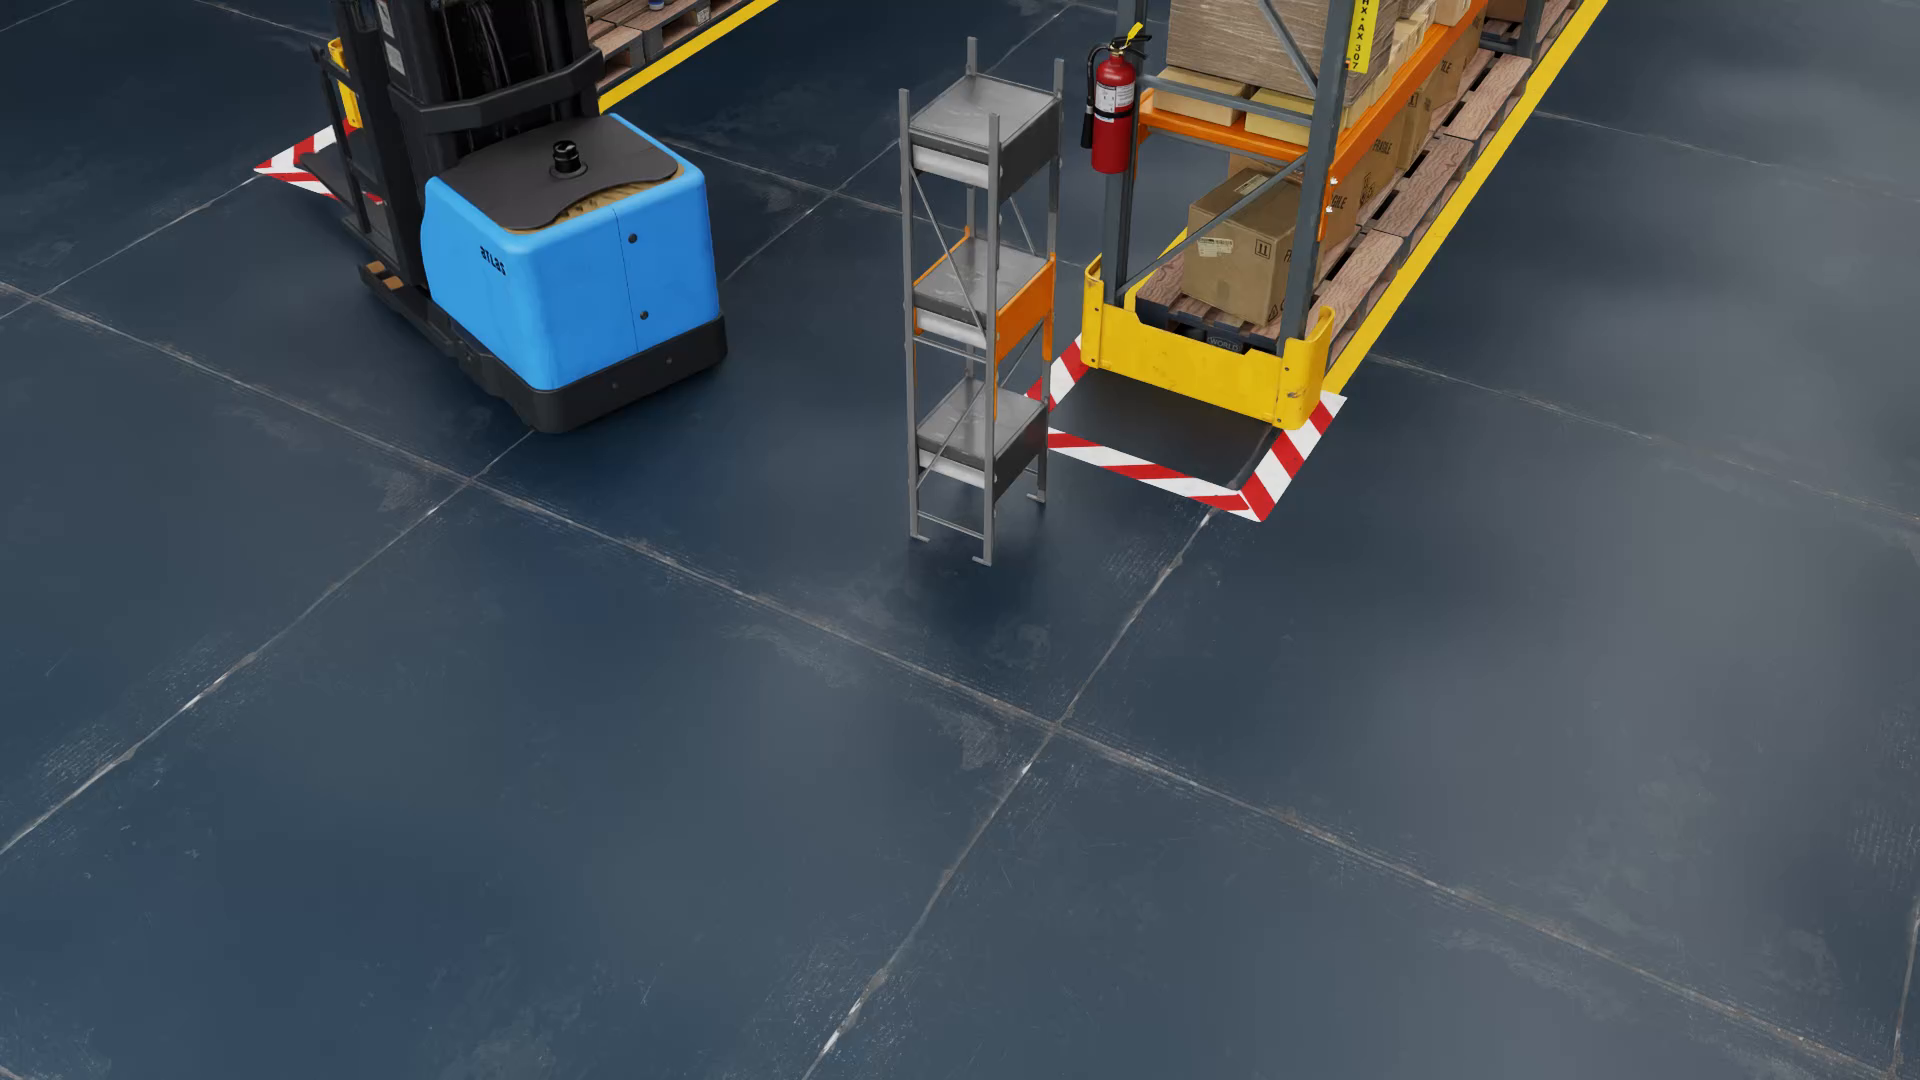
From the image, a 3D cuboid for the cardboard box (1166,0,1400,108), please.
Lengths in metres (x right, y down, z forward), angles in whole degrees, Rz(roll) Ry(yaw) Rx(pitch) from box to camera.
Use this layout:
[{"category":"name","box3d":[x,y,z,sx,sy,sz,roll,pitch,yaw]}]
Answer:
[{"category":"cardboard box","box3d":[1.427,-2.329,7.325,0.875,0.500,0.500,21,45,22]}]

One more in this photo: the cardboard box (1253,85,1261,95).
[{"category":"cardboard box","box3d":[1.217,-2.154,7.617,0.380,0.149,0.250,21,45,22]}]

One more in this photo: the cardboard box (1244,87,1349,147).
[{"category":"cardboard box","box3d":[1.477,-1.865,7.288,0.380,0.149,0.250,21,45,22]}]

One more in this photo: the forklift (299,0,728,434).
[{"category":"forklift","box3d":[-2.487,-2.490,7.860,1.130,2.935,3.031,-30,49,-29]}]

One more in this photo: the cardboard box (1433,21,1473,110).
[{"category":"cardboard box","box3d":[2.615,-2.837,9.776,0.500,0.500,0.500,-30,50,-30]}]

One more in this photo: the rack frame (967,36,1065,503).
[{"category":"rack frame","box3d":[0.205,-1.022,6.822,0.400,2.100,0.015,21,45,22]}]

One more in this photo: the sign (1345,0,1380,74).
[{"category":"sign","box3d":[1.598,-2.020,6.619,0.100,0.325,0.005,21,45,22]}]

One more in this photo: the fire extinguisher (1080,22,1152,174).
[{"category":"fire extinguisher","box3d":[0.672,-1.932,7.233,0.296,0.674,0.183,21,45,22]}]

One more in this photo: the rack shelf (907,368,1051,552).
[{"category":"rack shelf","box3d":[0.083,-0.347,7.135,0.431,0.518,0.480,21,45,22]}]

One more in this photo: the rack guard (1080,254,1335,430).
[{"category":"rack guard","box3d":[1.166,-0.980,7.985,1.175,0.500,0.348,21,45,22]}]

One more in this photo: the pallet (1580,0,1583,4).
[{"category":"pallet","box3d":[4.127,-4.264,11.932,1.003,0.211,1.213,21,45,22]}]

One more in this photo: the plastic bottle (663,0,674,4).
[{"category":"plastic bottle","box3d":[-1.932,-3.621,10.877,0.097,0.201,0.097,0,41,0]}]

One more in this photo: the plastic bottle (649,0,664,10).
[{"category":"plastic bottle","box3d":[-1.983,-3.588,10.786,0.097,0.271,0.097,0,41,0]}]

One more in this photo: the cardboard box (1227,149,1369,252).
[{"category":"cardboard box","box3d":[1.724,-1.799,8.597,0.500,0.500,0.500,-33,51,-32]}]

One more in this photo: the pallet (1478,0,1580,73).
[{"category":"pallet","box3d":[3.518,-3.563,11.136,1.003,0.211,1.213,21,45,22]}]

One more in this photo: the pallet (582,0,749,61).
[{"category":"pallet","box3d":[-2.141,-3.684,11.273,1.003,0.211,1.213,21,45,22]}]

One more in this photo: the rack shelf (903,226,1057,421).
[{"category":"rack shelf","box3d":[0.083,-0.872,6.673,0.431,0.518,0.480,21,45,22]}]

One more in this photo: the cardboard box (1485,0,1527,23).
[{"category":"cardboard box","box3d":[3.455,-3.735,10.780,0.700,0.500,0.500,18,44,19]}]

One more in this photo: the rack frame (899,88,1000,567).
[{"category":"rack frame","box3d":[-0.039,-0.743,6.505,0.400,2.100,0.015,21,45,22]}]

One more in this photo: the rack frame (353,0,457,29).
[{"category":"rack frame","box3d":[-3.160,-3.513,8.969,1.000,3.000,0.127,21,45,22]}]

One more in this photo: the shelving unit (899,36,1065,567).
[{"category":"shelving unit","box3d":[0.083,-0.883,6.664,0.431,2.100,0.503,21,45,22]}]

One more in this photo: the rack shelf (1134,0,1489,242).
[{"category":"rack shelf","box3d":[2.129,-2.749,8.646,1.077,0.370,4.000,21,45,22]}]

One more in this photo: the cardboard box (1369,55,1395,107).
[{"category":"cardboard box","box3d":[1.757,-2.139,7.600,0.380,0.149,0.250,21,45,22]}]

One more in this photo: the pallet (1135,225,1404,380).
[{"category":"pallet","box3d":[1.603,-1.325,8.595,1.003,0.211,1.213,21,45,22]}]

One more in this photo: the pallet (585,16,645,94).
[{"category":"pallet","box3d":[-2.752,-2.988,10.484,1.003,0.211,1.213,21,45,22]}]

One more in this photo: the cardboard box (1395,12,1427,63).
[{"category":"cardboard box","box3d":[1.995,-2.430,7.930,0.380,0.149,0.250,21,45,22]}]

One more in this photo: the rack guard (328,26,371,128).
[{"category":"rack guard","box3d":[-3.163,-2.634,9.862,1.175,0.500,0.348,21,45,22]}]

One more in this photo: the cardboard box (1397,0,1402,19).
[{"category":"cardboard box","box3d":[1.573,-2.655,7.695,0.875,0.500,0.500,21,45,22]}]

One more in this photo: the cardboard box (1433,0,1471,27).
[{"category":"cardboard box","box3d":[2.311,-2.691,8.226,0.380,0.149,0.250,21,45,22]}]

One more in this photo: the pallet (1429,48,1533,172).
[{"category":"pallet","box3d":[2.824,-2.721,10.180,1.003,0.211,1.213,21,45,22]}]

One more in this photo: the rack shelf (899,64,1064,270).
[{"category":"rack shelf","box3d":[0.083,-1.398,6.210,0.431,0.518,0.480,21,45,22]}]

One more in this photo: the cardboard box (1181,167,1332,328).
[{"category":"cardboard box","box3d":[1.455,-1.446,8.196,0.500,0.500,0.500,30,49,29]}]

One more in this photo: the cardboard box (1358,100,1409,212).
[{"category":"cardboard box","box3d":[2.054,-2.151,8.997,0.500,0.500,0.500,25,47,26]}]

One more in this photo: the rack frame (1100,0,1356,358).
[{"category":"rack frame","box3d":[1.128,-1.875,7.109,1.000,3.000,0.127,21,45,22]}]

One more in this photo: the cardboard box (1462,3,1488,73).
[{"category":"cardboard box","box3d":[2.895,-3.167,10.151,0.500,0.500,0.500,20,45,21]}]

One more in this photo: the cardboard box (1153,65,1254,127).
[{"category":"cardboard box","box3d":[1.092,-2.012,7.455,0.380,0.149,0.250,21,45,22]}]

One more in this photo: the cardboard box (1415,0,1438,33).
[{"category":"cardboard box","box3d":[2.097,-2.582,8.102,0.380,0.149,0.250,21,45,22]}]

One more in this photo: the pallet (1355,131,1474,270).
[{"category":"pallet","box3d":[2.214,-2.020,9.384,1.003,0.211,1.213,21,45,22]}]

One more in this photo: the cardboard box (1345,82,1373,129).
[{"category":"cardboard box","box3d":[1.619,-2.001,7.443,0.380,0.149,0.250,21,45,22]}]

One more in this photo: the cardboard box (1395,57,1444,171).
[{"category":"cardboard box","box3d":[2.372,-2.456,9.343,0.500,0.500,0.500,17,44,18]}]

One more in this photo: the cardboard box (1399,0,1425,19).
[{"category":"cardboard box","box3d":[1.861,-2.927,8.003,0.875,0.500,0.500,21,45,22]}]

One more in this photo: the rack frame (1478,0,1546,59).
[{"category":"rack frame","box3d":[3.129,-4.163,9.708,1.000,3.000,0.127,21,45,22]}]

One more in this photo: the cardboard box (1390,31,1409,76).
[{"category":"cardboard box","box3d":[1.864,-2.289,7.770,0.380,0.149,0.250,21,45,22]}]
